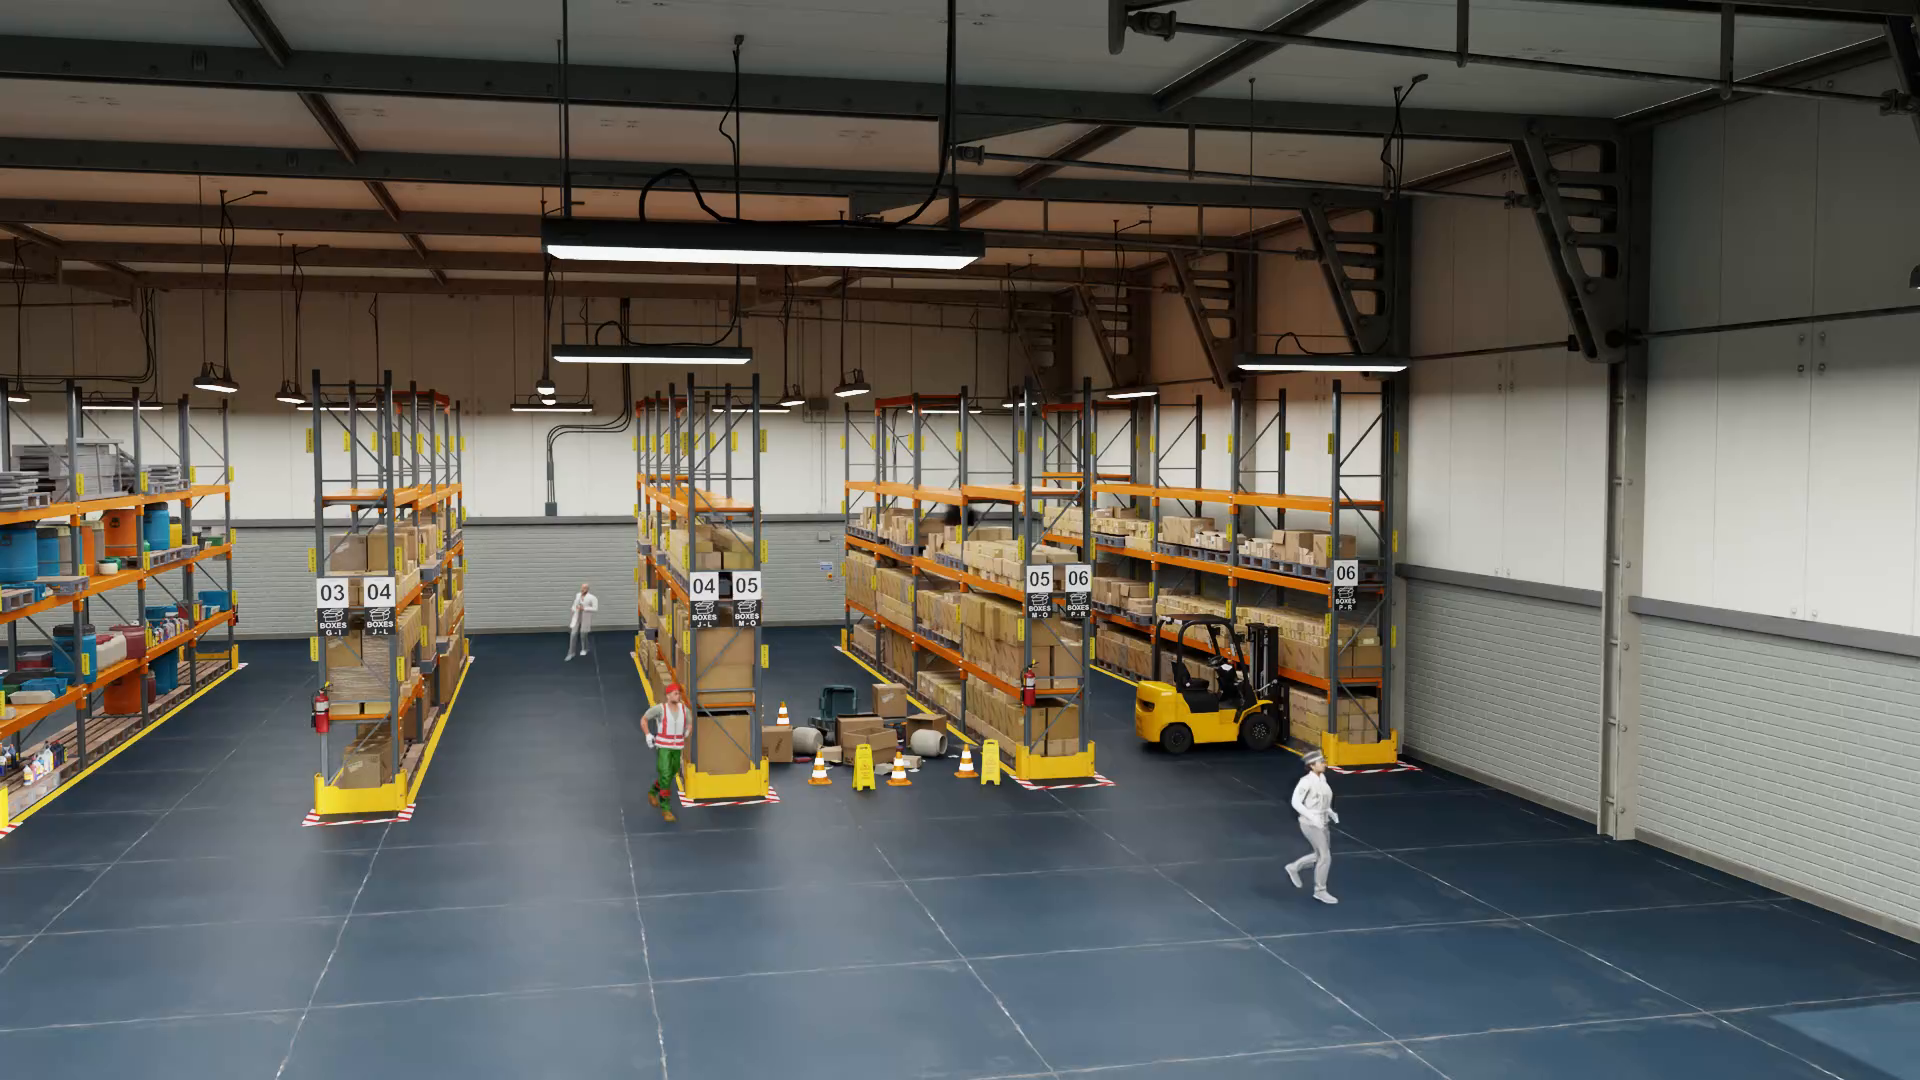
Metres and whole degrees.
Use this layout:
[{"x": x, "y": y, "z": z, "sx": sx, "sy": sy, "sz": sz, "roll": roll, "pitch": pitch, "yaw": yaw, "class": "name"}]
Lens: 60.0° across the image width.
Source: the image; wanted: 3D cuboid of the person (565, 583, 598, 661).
[{"x": -8.725, "y": 1.899, "z": 38.703, "sx": 0.718, "sy": 1.797, "sz": 0.981, "roll": 1, "pitch": 3, "yaw": 15, "class": "person"}]

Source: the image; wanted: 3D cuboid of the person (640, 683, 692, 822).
[{"x": -3.924, "y": 2.826, "z": 22.451, "sx": 0.687, "sy": 1.787, "sz": 0.925, "roll": -2, "pitch": 4, "yaw": -37, "class": "person"}]

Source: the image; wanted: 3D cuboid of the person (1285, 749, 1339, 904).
[{"x": 3.852, "y": 3.117, "z": 18.252, "sx": 0.636, "sy": 1.680, "sz": 0.627, "roll": 2, "pitch": 4, "yaw": 36, "class": "person"}]
